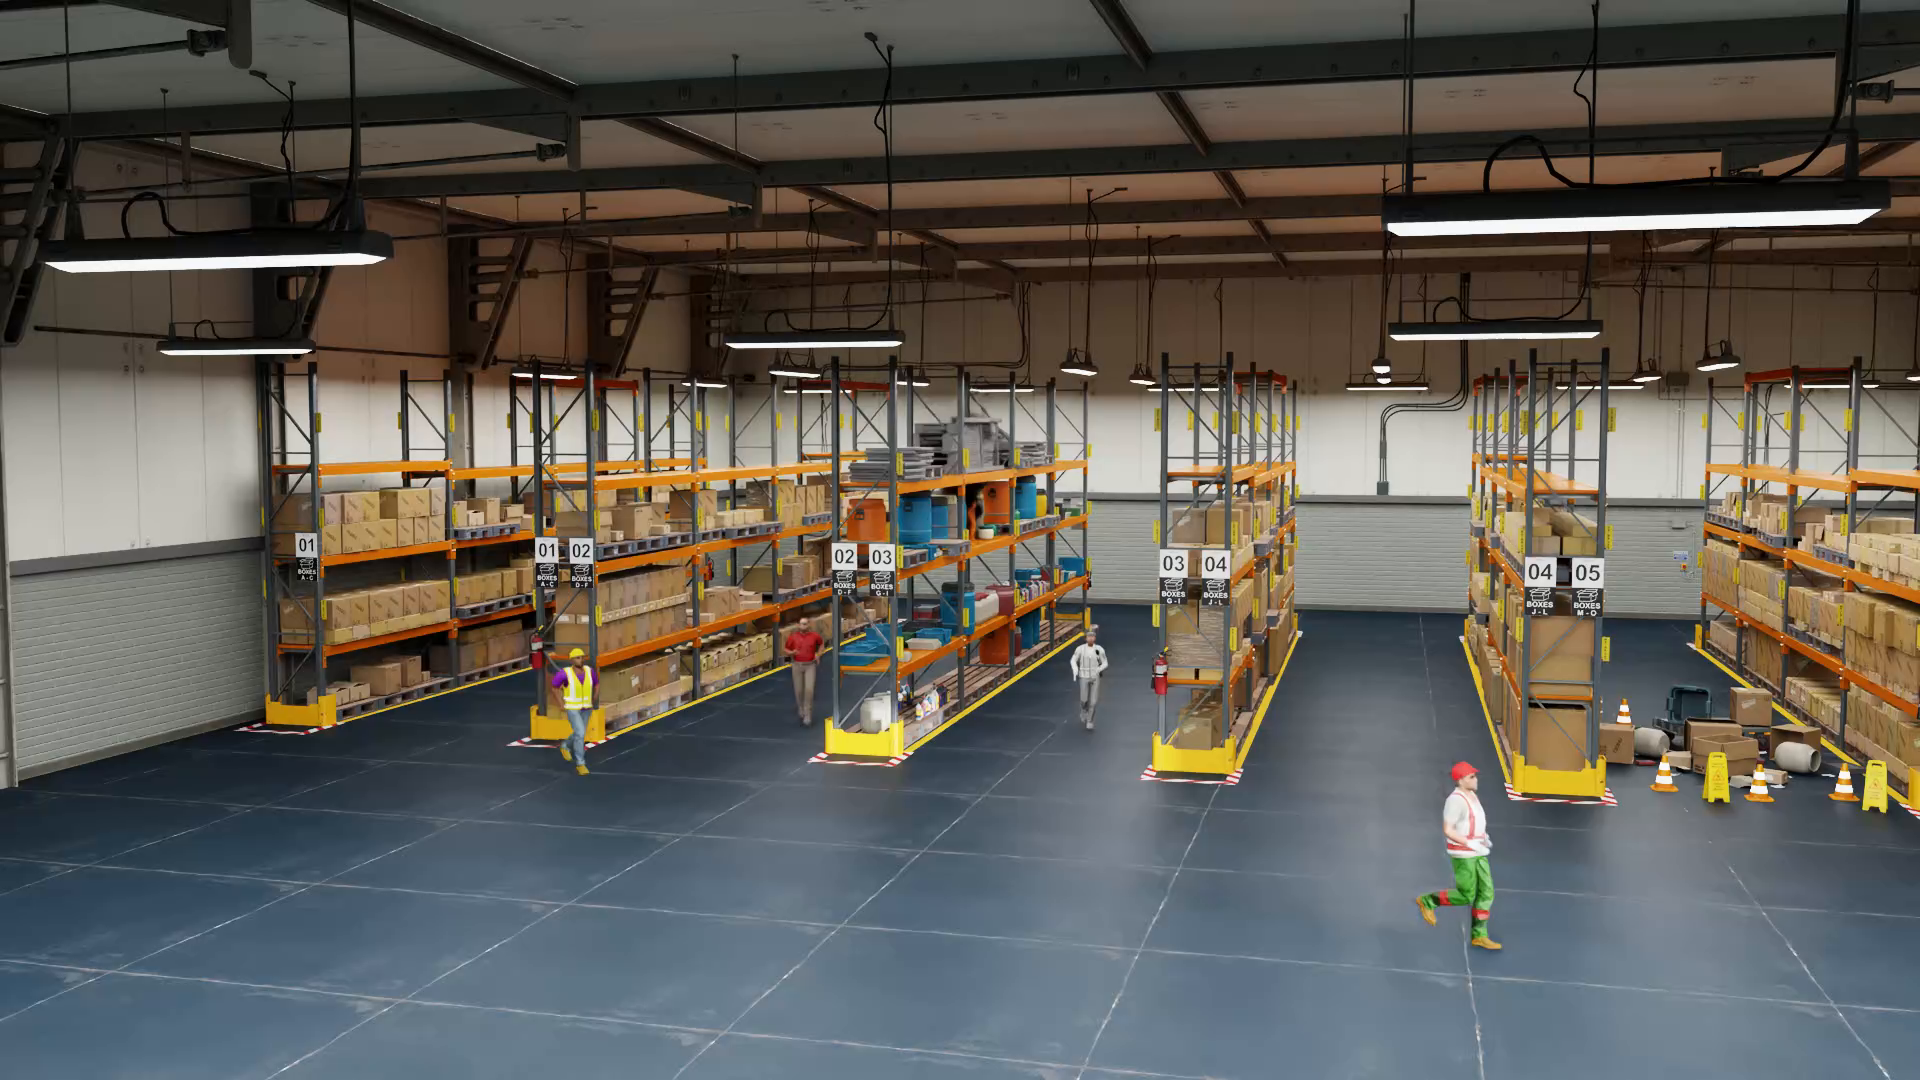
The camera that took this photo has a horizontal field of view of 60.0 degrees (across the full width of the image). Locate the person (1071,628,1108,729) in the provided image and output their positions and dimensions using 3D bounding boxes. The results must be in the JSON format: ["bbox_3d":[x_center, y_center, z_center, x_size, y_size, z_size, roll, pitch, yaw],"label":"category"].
[{"bbox_3d":[2.112,2.254,27.073,0.608,1.655,0.541,0,4,2],"label":"person"}]

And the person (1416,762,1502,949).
[{"bbox_3d":[4.822,3.002,15.977,0.831,1.759,0.666,3,5,38],"label":"person"}]

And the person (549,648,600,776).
[{"bbox_3d":[-5.517,2.434,23.952,0.715,1.780,0.877,-4,6,-44],"label":"person"}]

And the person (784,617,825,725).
[{"bbox_3d":[-2.603,2.155,27.777,0.664,1.726,0.924,0,4,-1],"label":"person"}]
